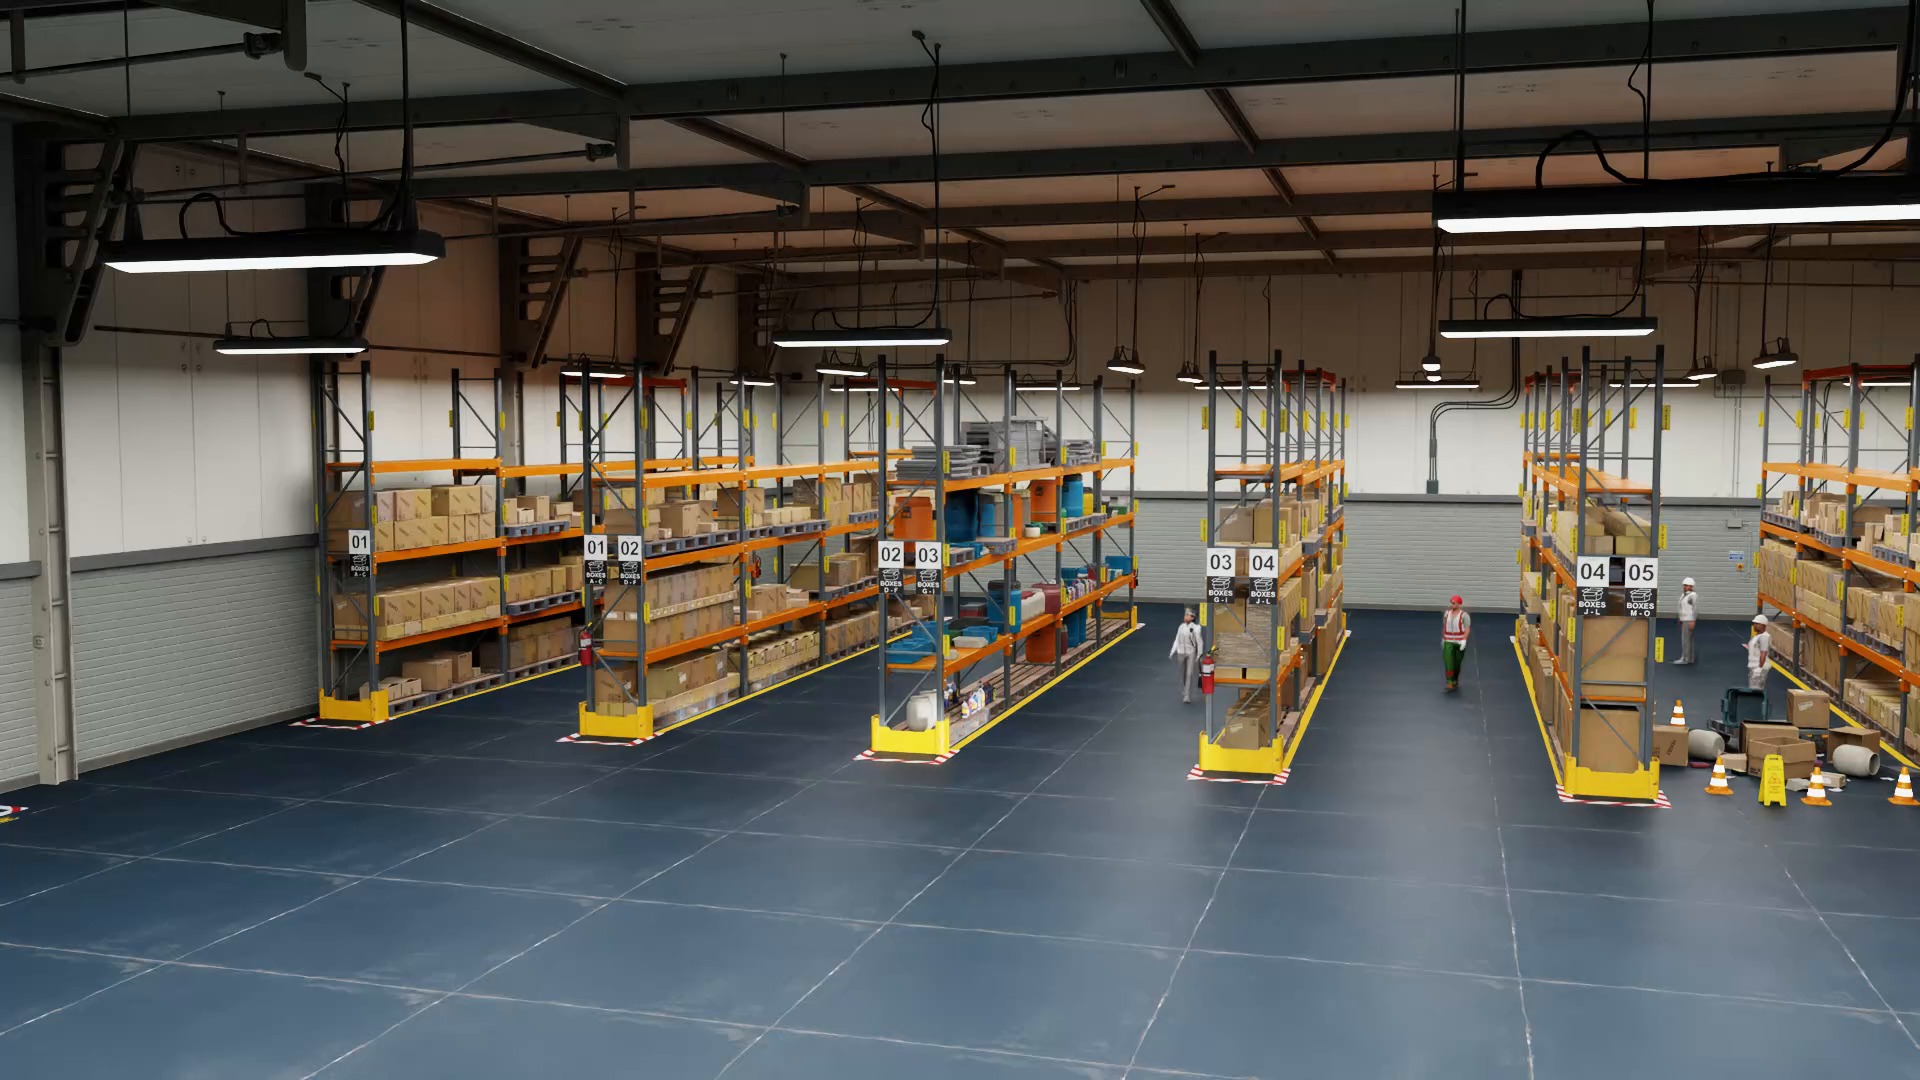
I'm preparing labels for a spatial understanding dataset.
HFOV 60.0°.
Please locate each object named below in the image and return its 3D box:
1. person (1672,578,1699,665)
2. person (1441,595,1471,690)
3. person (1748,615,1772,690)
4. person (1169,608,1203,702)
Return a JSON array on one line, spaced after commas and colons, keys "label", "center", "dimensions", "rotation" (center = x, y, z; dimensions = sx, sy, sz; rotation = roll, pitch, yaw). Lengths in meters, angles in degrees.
[{"label": "person", "center": [15.001, 1.668, 34.383], "dimensions": [0.478, 1.776, 0.581], "rotation": [1, 4, 19]}, {"label": "person", "center": [9.220, 1.901, 30.917], "dimensions": [0.507, 1.731, 1.055], "rotation": [1, 4, 14]}, {"label": "person", "center": [13.279, 2.143, 27.665], "dimensions": [0.442, 1.787, 0.620], "rotation": [3, 5, 39]}, {"label": "person", "center": [4.073, 2.039, 29.872], "dimensions": [0.581, 1.647, 0.937], "rotation": [1, 4, 18]}]
